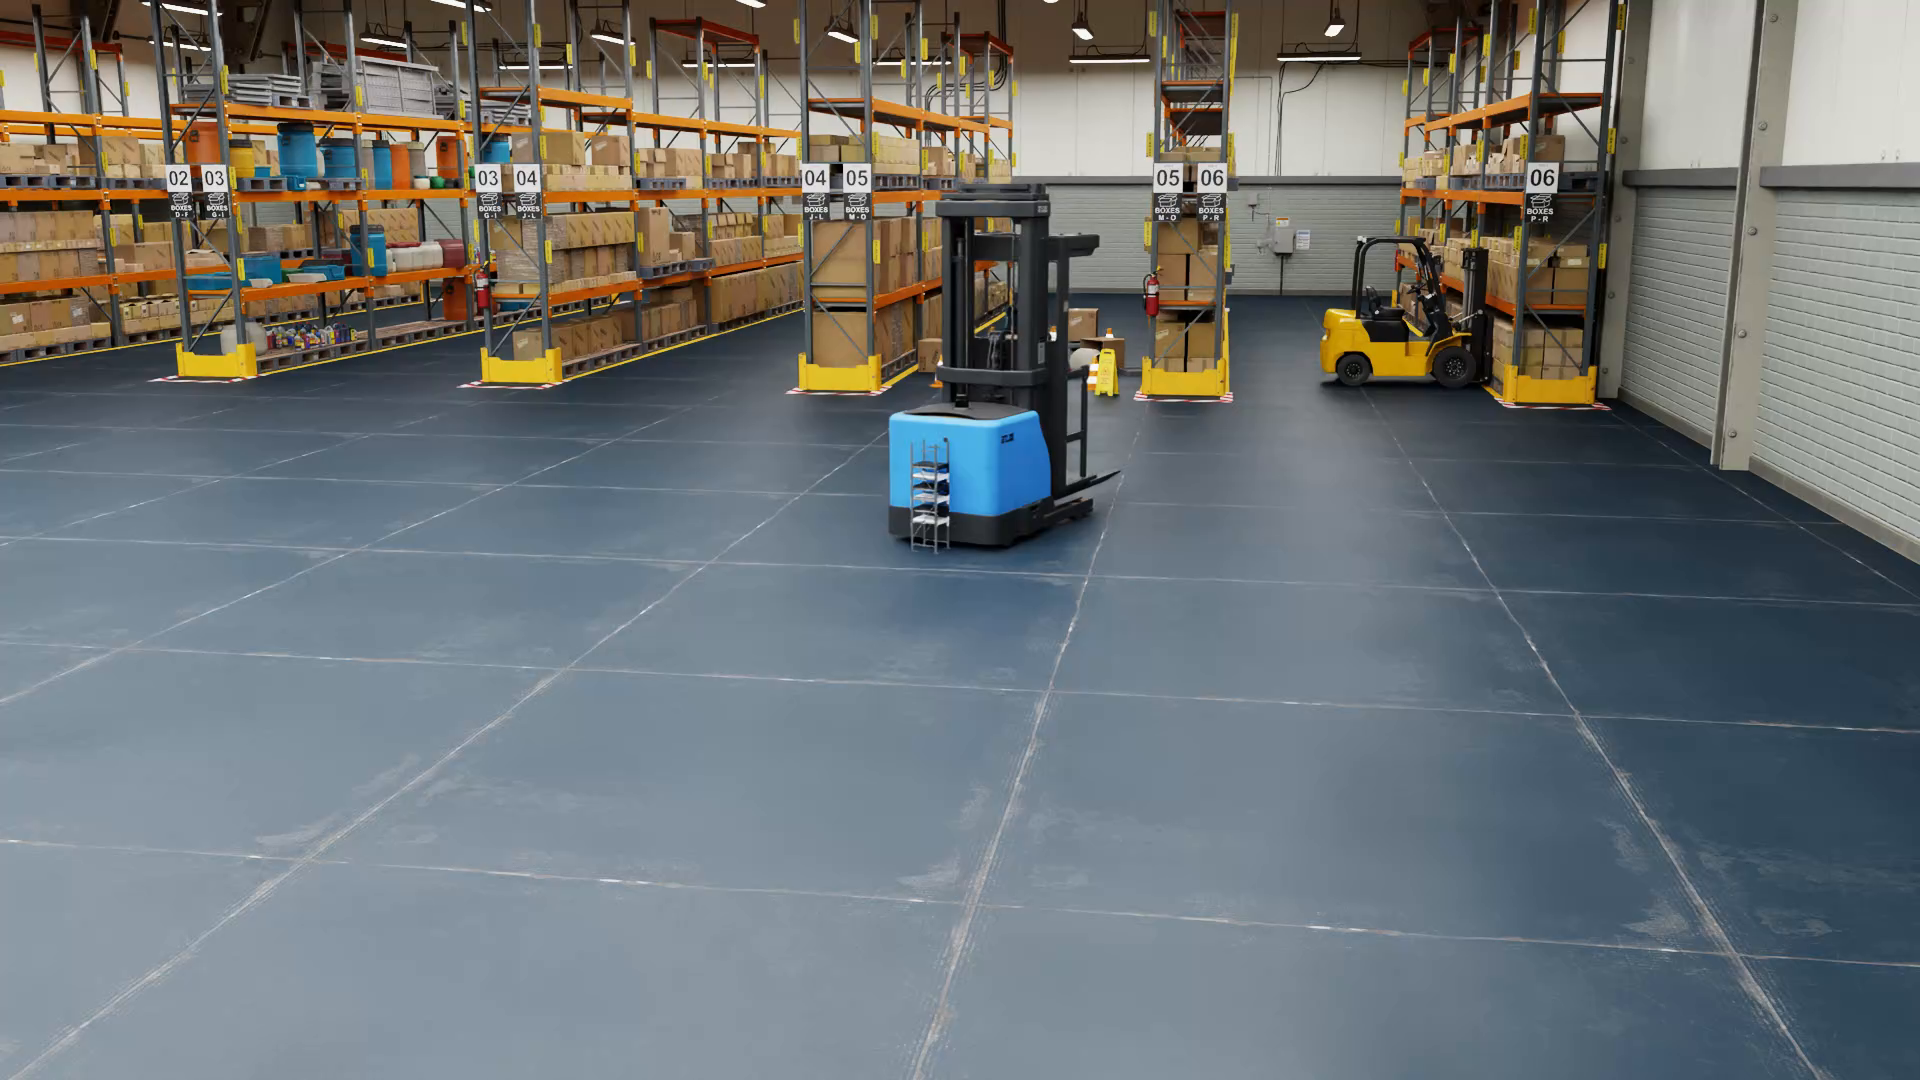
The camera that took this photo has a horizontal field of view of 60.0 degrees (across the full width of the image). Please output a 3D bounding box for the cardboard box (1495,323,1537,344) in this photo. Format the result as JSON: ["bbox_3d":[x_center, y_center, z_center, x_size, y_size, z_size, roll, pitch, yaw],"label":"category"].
[{"bbox_3d":[7.908,-2.935,23.648,0.500,0.250,0.500,2,12,10],"label":"cardboard box"}]

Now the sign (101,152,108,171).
[{"bbox_3d":[-15.248,-6.748,29.651,0.100,0.325,0.005,2,12,9],"label":"sign"}]

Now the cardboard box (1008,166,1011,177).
[{"bbox_3d":[0.902,-8.536,38.530,0.500,0.250,0.500,1,12,7],"label":"cardboard box"}]

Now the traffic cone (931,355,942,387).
[{"bbox_3d":[-0.254,-2.496,24.478,0.336,0.463,0.334,2,12,9],"label":"traffic cone"}]

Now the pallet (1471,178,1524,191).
[{"bbox_3d":[8.811,-5.762,26.944,0.805,0.209,1.217,1,12,6],"label":"pallet"}]

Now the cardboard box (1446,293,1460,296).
[{"bbox_3d":[9.310,-4.614,31.680,0.380,0.149,0.250,2,12,10],"label":"cardboard box"}]

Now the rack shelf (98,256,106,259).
[{"bbox_3d":[-19.770,-6.065,36.724,1.077,0.370,4.000,2,12,9],"label":"rack shelf"}]

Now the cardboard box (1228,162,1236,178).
[{"bbox_3d":[4.269,-6.072,27.288,0.500,0.250,0.500,2,12,7],"label":"cardboard box"}]

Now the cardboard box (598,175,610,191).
[{"bbox_3d":[-5.985,-5.761,26.843,0.500,0.250,0.500,2,12,8],"label":"cardboard box"}]

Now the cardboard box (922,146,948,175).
[{"bbox_3d":[-0.499,-6.736,29.536,0.500,0.500,0.500,2,12,9],"label":"cardboard box"}]

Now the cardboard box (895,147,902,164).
[{"bbox_3d":[-1.179,-5.872,25.415,0.500,0.250,0.500,2,12,8],"label":"cardboard box"}]

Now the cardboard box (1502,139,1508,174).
[{"bbox_3d":[8.284,-5.574,24.138,0.797,0.503,0.637,2,12,10],"label":"cardboard box"}]

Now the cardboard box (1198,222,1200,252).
[{"bbox_3d":[3.116,-4.434,24.132,0.700,0.500,0.500,2,12,9],"label":"cardboard box"}]

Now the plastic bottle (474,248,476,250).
[{"bbox_3d":[-10.343,-6.101,35.488,0.097,0.271,0.097,0,12,0],"label":"plastic bottle"}]

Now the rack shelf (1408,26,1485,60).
[{"bbox_3d":[10.226,-10.492,35.139,1.077,0.370,4.000,2,12,9],"label":"rack shelf"}]

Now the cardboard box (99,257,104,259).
[{"bbox_3d":[-15.843,-5.131,31.002,0.396,0.266,0.258,2,12,7],"label":"cardboard box"}]

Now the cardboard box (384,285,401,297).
[{"bbox_3d":[-13.967,-6.059,40.470,0.500,0.250,0.500,2,12,9],"label":"cardboard box"}]

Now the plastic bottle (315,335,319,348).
[{"bbox_3d":[-10.848,-3.341,27.976,0.097,0.201,0.097,0,12,0],"label":"plastic bottle"}]

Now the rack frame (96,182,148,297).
[{"bbox_3d":[-19.462,-6.833,38.580,1.000,3.000,0.127,2,12,9],"label":"rack frame"}]

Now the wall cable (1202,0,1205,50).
[{"bbox_3d":[5.189,-14.248,43.084,2.355,3.000,0.029,2,12,9],"label":"wall cable"}]

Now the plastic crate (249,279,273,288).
[{"bbox_3d":[-11.063,-4.061,26.343,0.298,0.136,0.250,2,12,9],"label":"plastic crate"}]

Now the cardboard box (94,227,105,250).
[{"bbox_3d":[-19.438,-6.722,37.074,0.500,0.500,0.500,2,12,9],"label":"cardboard box"}]

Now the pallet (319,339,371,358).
[{"bbox_3d":[-11.048,-3.345,29.014,1.003,0.211,1.213,2,12,9],"label":"pallet"}]

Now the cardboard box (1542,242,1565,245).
[{"bbox_3d":[8.504,-4.162,23.704,0.380,0.149,0.250,2,12,10],"label":"cardboard box"}]

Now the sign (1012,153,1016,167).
[{"bbox_3d":[1.267,-8.880,38.854,0.100,0.325,0.005,2,12,9],"label":"sign"}]

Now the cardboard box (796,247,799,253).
[{"bbox_3d":[-4.011,-6.818,39.107,0.380,0.149,0.250,2,12,10],"label":"cardboard box"}]

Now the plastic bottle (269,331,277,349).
[{"bbox_3d":[-11.498,-3.346,27.803,0.061,0.283,0.133,2,12,9],"label":"plastic bottle"}]

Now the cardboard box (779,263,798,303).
[{"bbox_3d":[-4.323,-6.026,38.880,0.875,0.875,0.875,2,12,9],"label":"cardboard box"}]

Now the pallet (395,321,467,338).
[{"bbox_3d":[-10.446,-4.156,32.778,1.003,0.211,1.213,2,12,9],"label":"pallet"}]

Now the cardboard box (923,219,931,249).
[{"bbox_3d":[-0.898,-5.358,29.125,0.700,0.500,0.500,2,12,9],"label":"cardboard box"}]

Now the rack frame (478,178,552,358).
[{"bbox_3d":[-6.624,-3.854,24.755,1.000,3.000,0.127,2,12,9],"label":"rack frame"}]

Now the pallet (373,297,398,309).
[{"bbox_3d":[-14.275,-5.708,39.978,1.003,0.211,1.213,2,12,9],"label":"pallet"}]

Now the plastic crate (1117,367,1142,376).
[{"bbox_3d":[2.731,-2.638,26.043,0.402,0.080,0.583,-2,12,-11],"label":"plastic crate"}]

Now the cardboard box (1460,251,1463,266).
[{"bbox_3d":[8.667,-4.700,27.853,0.500,0.250,0.500,2,12,10],"label":"cardboard box"}]

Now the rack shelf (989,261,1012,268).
[{"bbox_3d":[0.414,-6.235,37.510,1.077,0.370,4.000,2,12,9],"label":"rack shelf"}]

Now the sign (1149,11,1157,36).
[{"bbox_3d":[2.622,-7.021,22.621,0.100,0.325,0.005,2,12,9],"label":"sign"}]

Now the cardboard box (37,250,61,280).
[{"bbox_3d":[-16.015,-4.750,28.677,0.700,0.500,0.500,2,12,9],"label":"cardboard box"}]

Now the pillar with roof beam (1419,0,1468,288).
[{"bbox_3d":[7.585,-10.307,40.461,9.100,9.000,0.548,2,12,9],"label":"pillar with roof beam"}]

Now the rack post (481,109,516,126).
[{"bbox_3d":[-9.858,-8.775,34.537,0.937,0.300,0.954,3,13,15],"label":"rack post"}]

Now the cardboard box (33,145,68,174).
[{"bbox_3d":[-16.135,-6.701,29.279,0.500,0.500,0.500,3,13,13],"label":"cardboard box"}]

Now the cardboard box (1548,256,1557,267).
[{"bbox_3d":[8.357,-3.854,22.980,0.380,0.149,0.250,2,12,9],"label":"cardboard box"}]

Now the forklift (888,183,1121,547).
[{"bbox_3d":[0.543,-1.646,14.672,1.130,2.935,3.031,6,14,28],"label":"forklift"}]

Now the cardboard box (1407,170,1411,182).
[{"bbox_3d":[10.047,-7.945,36.271,0.500,0.250,0.500,2,12,7],"label":"cardboard box"}]

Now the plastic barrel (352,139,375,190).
[{"bbox_3d":[-10.939,-6.807,30.150,0.600,0.901,0.600,0,12,0],"label":"plastic barrel"}]

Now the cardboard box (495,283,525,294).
[{"bbox_3d":[-6.784,-3.797,25.087,0.380,0.149,0.250,2,12,9],"label":"cardboard box"}]

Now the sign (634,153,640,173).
[{"bbox_3d":[-5.472,-6.389,28.174,0.100,0.325,0.005,2,12,9],"label":"sign"}]

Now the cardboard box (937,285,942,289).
[{"bbox_3d":[-0.163,-4.823,32.409,0.500,0.250,0.500,1,12,6],"label":"cardboard box"}]

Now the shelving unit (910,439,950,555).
[{"bbox_3d":[-0.244,-0.353,13.496,0.258,0.900,0.210,6,14,28],"label":"shelving unit"}]

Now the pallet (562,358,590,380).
[{"bbox_3d":[-6.453,-2.674,25.901,1.003,0.211,1.213,2,12,9],"label":"pallet"}]

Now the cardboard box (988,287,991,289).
[{"bbox_3d":[0.473,-5.502,36.762,0.380,0.149,0.250,2,12,7],"label":"cardboard box"}]

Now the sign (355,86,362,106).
[{"bbox_3d":[-10.361,-7.657,28.660,0.100,0.325,0.005,2,12,9],"label":"sign"}]

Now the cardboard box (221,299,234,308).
[{"bbox_3d":[-15.019,-4.859,33.618,0.500,0.311,0.500,2,12,10],"label":"cardboard box"}]
